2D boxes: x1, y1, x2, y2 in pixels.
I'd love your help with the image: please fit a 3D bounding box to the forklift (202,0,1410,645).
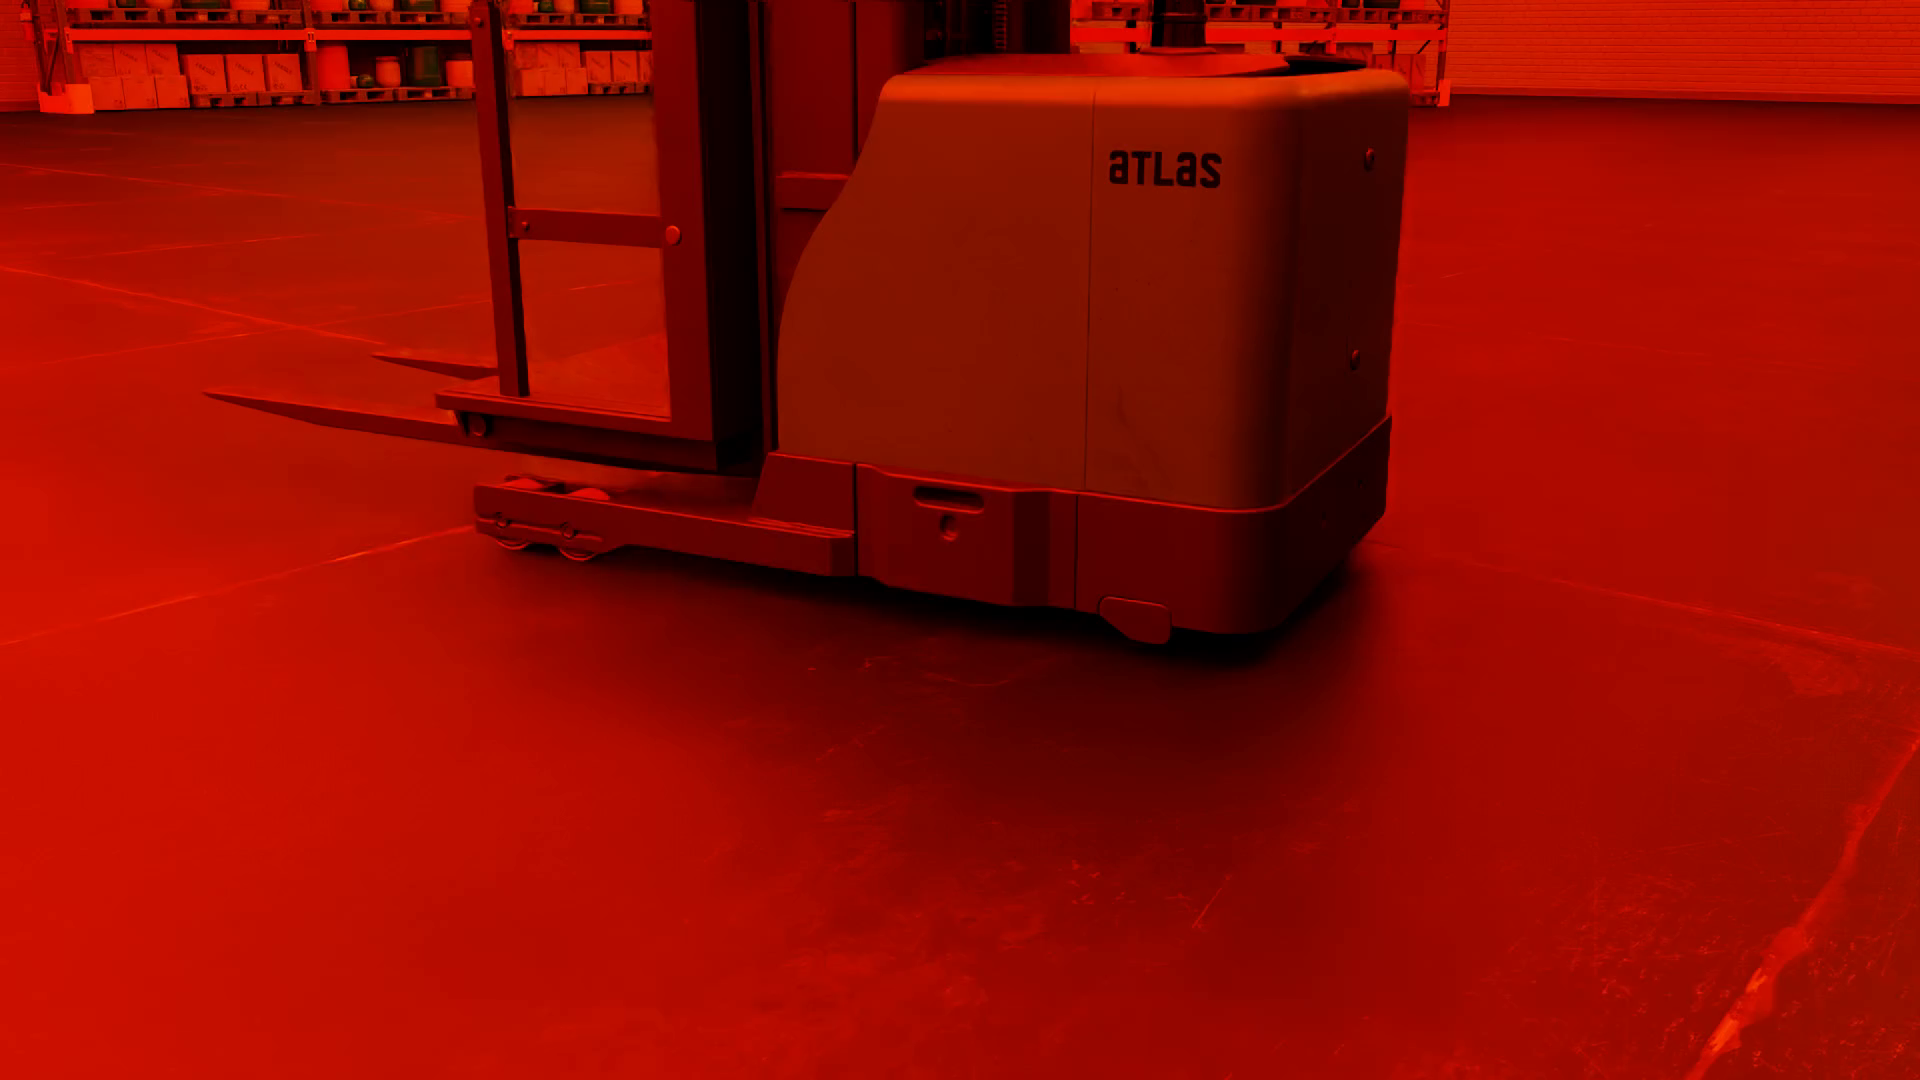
[{"bbox_3d":[-0.553,-1.480,3.771,3.031,2.935,1.130,8,19,26],"label":"forklift"}]
